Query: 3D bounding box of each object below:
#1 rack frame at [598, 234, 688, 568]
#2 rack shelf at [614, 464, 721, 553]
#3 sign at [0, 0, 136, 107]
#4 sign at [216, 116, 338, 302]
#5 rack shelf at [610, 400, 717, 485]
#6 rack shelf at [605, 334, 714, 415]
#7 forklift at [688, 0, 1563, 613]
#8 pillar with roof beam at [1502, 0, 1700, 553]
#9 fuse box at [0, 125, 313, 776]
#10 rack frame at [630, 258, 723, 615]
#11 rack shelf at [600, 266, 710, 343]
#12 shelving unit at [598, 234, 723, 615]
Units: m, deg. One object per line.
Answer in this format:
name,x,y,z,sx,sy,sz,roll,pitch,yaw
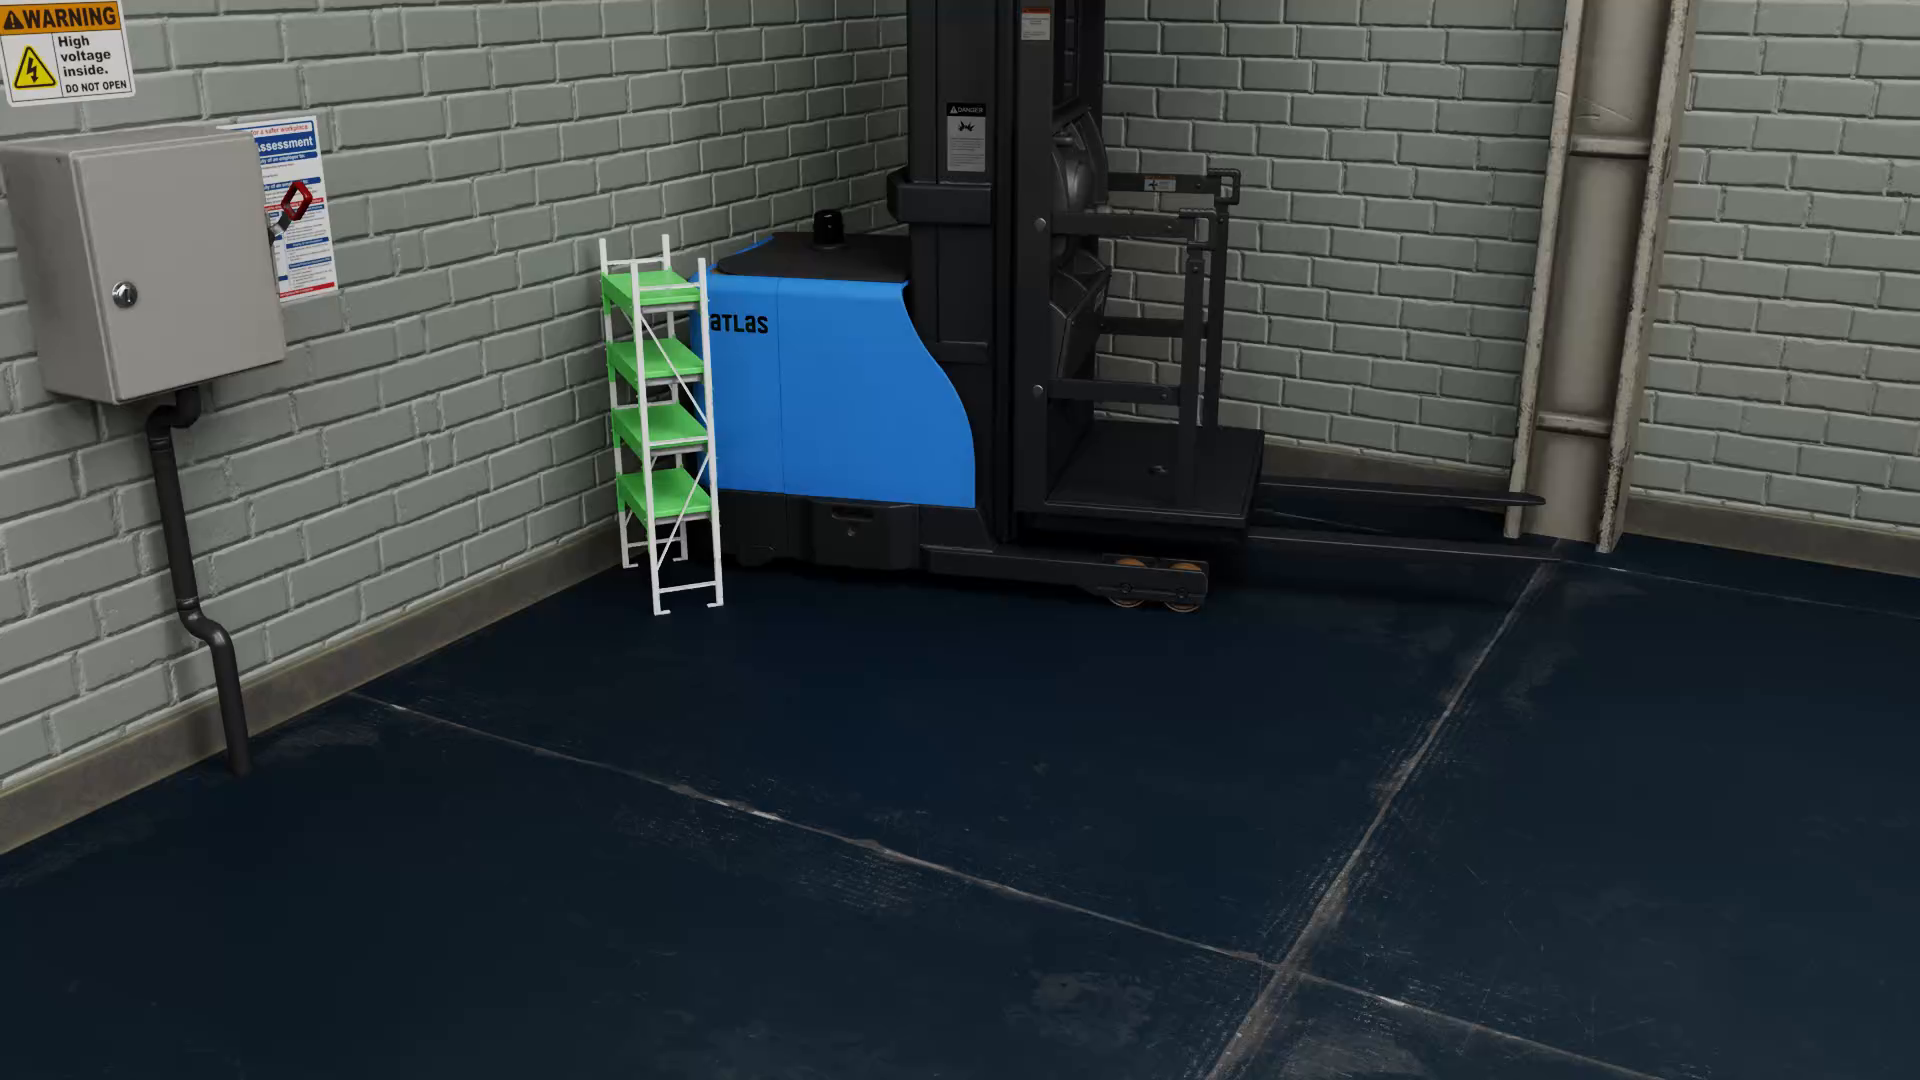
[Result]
rack frame,-1.122,-0.478,5.925,0.240,1.200,0.015,-8,22,-22
rack shelf,-1.027,-0.116,5.817,0.258,0.148,0.480,-8,22,-22
sign,-2.157,-1.181,4.010,0.001,0.242,0.339,11,23,27
sign,-1.889,-0.911,4.618,0.001,0.494,0.329,11,23,27
rack shelf,-1.027,-0.342,5.735,0.258,0.148,0.480,-8,22,-22
rack shelf,-1.027,-0.567,5.654,0.258,0.148,0.480,-8,22,-22
forklift,0.607,-1.330,5.732,3.031,2.935,1.130,5,20,12
pillar with roof beam,0.237,-2.976,1.374,0.400,9.000,9.100,11,23,27
fuse box,-1.949,-0.169,4.321,0.414,1.711,0.539,11,23,27
rack frame,-0.931,-0.325,5.503,0.240,1.200,0.015,-8,22,-22
rack shelf,-1.027,-0.793,5.572,0.258,0.148,0.480,-8,22,-22
shelving unit,-1.027,-0.402,5.714,0.258,1.200,0.503,-8,22,-22
